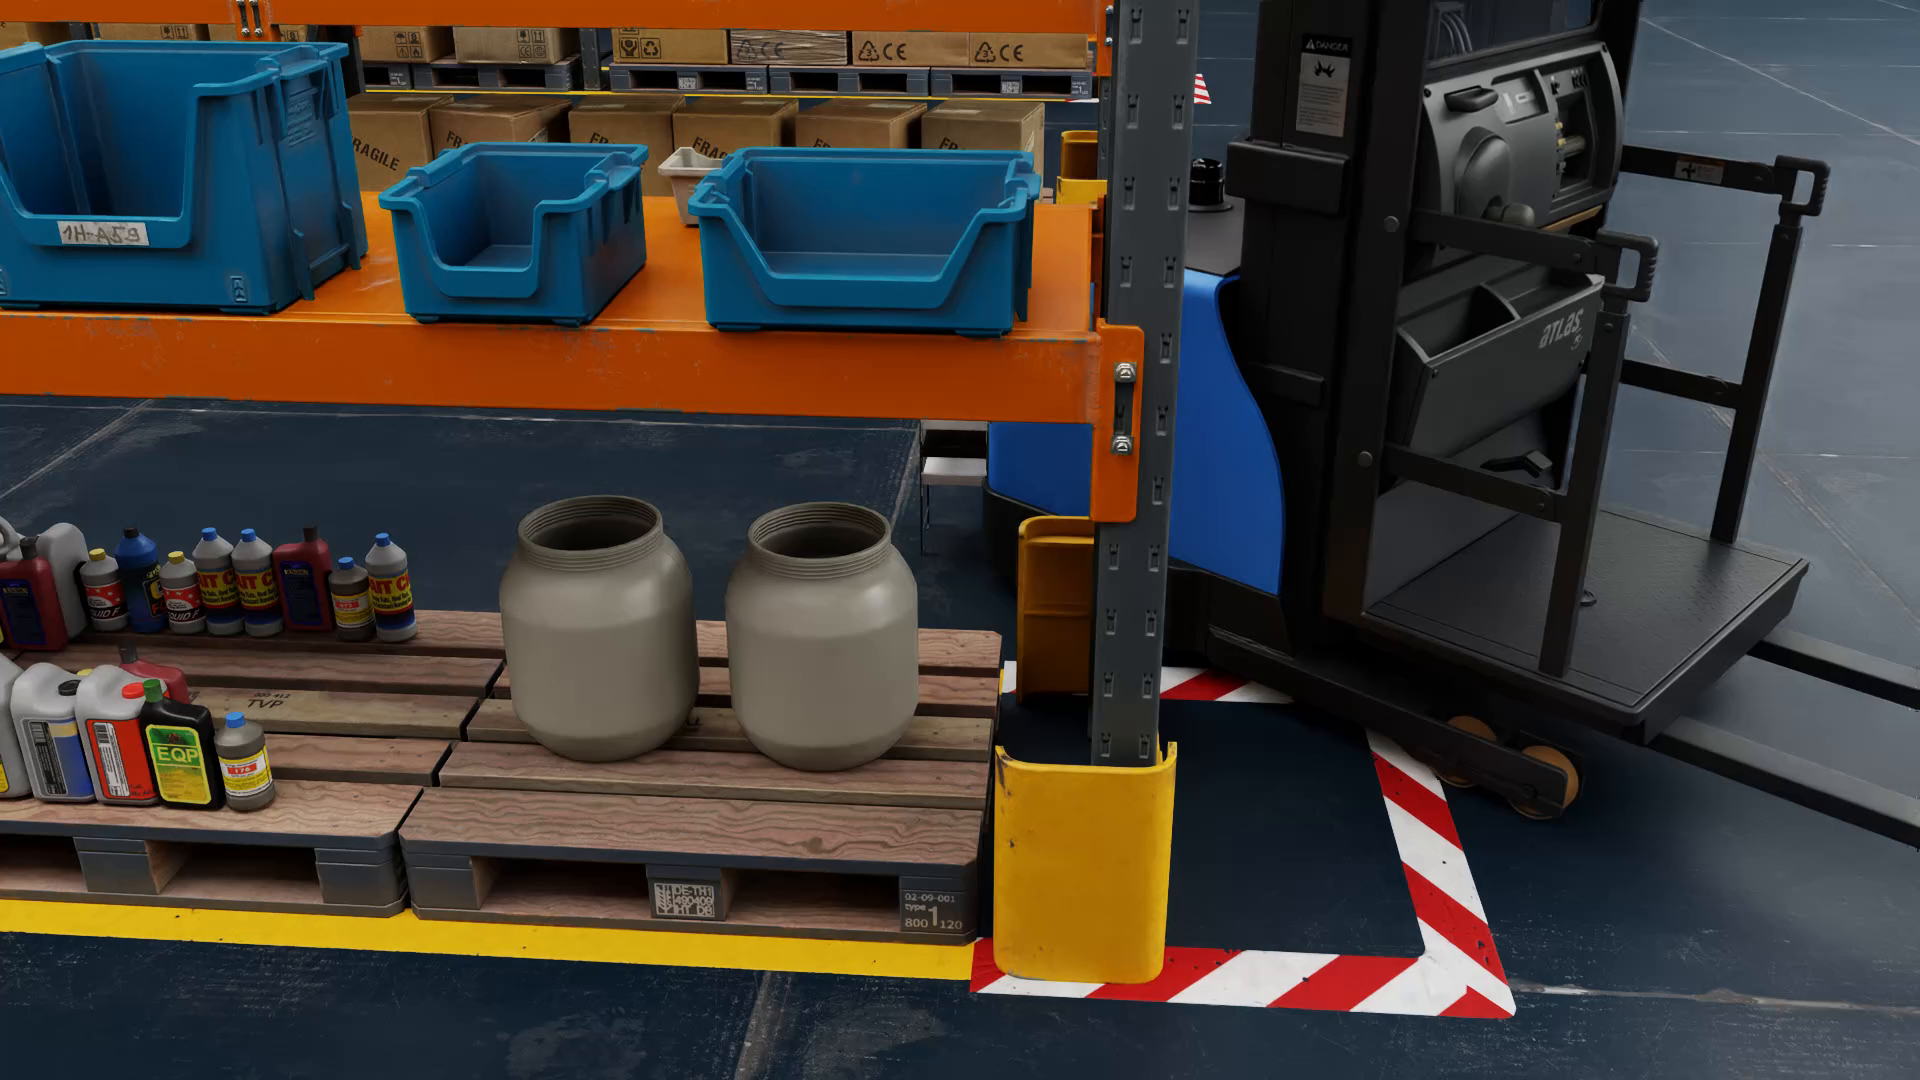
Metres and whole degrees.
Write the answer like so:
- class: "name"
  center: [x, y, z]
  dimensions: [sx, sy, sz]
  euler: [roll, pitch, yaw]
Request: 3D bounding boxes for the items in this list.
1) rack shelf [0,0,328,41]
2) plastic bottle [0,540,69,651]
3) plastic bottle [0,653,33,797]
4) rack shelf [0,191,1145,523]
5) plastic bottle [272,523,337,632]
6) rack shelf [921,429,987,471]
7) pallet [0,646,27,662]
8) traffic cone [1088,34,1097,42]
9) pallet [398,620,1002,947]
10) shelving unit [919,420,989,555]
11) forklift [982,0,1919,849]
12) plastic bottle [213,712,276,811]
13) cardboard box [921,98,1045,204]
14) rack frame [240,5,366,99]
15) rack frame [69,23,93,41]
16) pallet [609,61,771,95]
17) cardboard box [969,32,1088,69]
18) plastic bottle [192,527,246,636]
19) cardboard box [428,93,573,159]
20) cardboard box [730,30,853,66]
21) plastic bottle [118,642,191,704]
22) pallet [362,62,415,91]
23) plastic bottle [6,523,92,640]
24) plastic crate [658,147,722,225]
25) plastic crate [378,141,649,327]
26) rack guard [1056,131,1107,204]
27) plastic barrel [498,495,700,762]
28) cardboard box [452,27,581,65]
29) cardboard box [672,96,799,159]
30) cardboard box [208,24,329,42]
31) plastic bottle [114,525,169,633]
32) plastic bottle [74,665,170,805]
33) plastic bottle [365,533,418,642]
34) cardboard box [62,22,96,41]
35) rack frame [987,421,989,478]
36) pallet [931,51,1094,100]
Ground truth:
- class: "rack shelf"
  center: [-5.244, -2.669, 8.322]
  dimensions: [4.000, 0.370, 1.077]
  euler: [2, 25, 4]
- class: "plastic bottle"
  center: [-2.297, 0.135, 4.091]
  dimensions: [0.133, 0.283, 0.061]
  euler: [2, 25, 4]
- class: "plastic bottle"
  center: [-2.058, 0.361, 3.520]
  dimensions: [0.185, 0.351, 0.144]
  euler: [3, 25, 6]
- class: "rack shelf"
  center: [-1.635, -0.476, 3.557]
  dimensions: [4.000, 0.370, 1.077]
  euler: [2, 25, 4]
- class: "plastic bottle"
  center: [-1.649, 0.092, 4.184]
  dimensions: [0.133, 0.283, 0.061]
  euler: [2, 25, 5]
- class: "rack shelf"
  center: [-0.008, -0.297, 5.114]
  dimensions: [0.200, 0.077, 0.258]
  euler: [2, 25, 4]
- class: "pallet"
  center: [-2.962, 0.438, 4.045]
  dimensions: [1.213, 0.211, 1.003]
  euler: [2, 25, 4]
- class: "traffic cone"
  center: [1.224, -4.784, 15.093]
  dimensions: [0.334, 0.463, 0.336]
  euler: [2, 25, 4]
- class: "pallet"
  center: [-0.529, 0.517, 3.875]
  dimensions: [1.213, 0.211, 1.003]
  euler: [2, 25, 4]
- class: "shelving unit"
  center: [-0.008, -0.409, 5.062]
  dimensions: [0.210, 0.900, 0.258]
  euler: [2, 25, 4]
- class: "forklift"
  center: [1.482, -0.932, 3.770]
  dimensions: [3.031, 2.935, 1.130]
  euler: [22, 32, 39]
- class: "plastic bottle"
  center: [-1.505, 0.456, 3.492]
  dimensions: [0.097, 0.201, 0.097]
  euler: [0, 25, 0]
- class: "cardboard box"
  center: [0.117, -1.886, 8.248]
  dimensions: [0.500, 0.500, 0.500]
  euler: [6, 25, 14]
- class: "rack frame"
  center: [-3.250, -2.931, 8.032]
  dimensions: [0.127, 3.000, 1.000]
  euler: [2, 25, 4]
- class: "rack frame"
  center: [-6.757, -5.123, 12.796]
  dimensions: [0.127, 3.000, 1.000]
  euler: [2, 25, 4]
- class: "pallet"
  center: [-2.017, -3.672, 12.977]
  dimensions: [1.213, 0.211, 1.003]
  euler: [2, 25, 4]
- class: "cardboard box"
  center: [0.538, -4.087, 12.583]
  dimensions: [0.875, 0.875, 0.875]
  euler: [2, 25, 4]
- class: "plastic bottle"
  center: [-1.866, 0.098, 4.185]
  dimensions: [0.097, 0.271, 0.097]
  euler: [0, 25, 0]
- class: "cardboard box"
  center: [-2.282, -1.942, 8.370]
  dimensions: [0.500, 0.500, 0.500]
  euler: [10, 27, 21]
- class: "cardboard box"
  center: [-1.248, -4.144, 12.708]
  dimensions: [0.875, 0.875, 0.875]
  euler: [2, 25, 4]
- class: "plastic bottle"
  center: [-1.747, 0.355, 3.613]
  dimensions: [0.133, 0.283, 0.061]
  euler: [2, 25, 4]
- class: "pallet"
  center: [-4.764, -3.760, 13.169]
  dimensions: [1.213, 0.211, 1.003]
  euler: [2, 25, 4]
- class: "plastic bottle"
  center: [-2.289, 0.094, 4.189]
  dimensions: [0.135, 0.276, 0.152]
  euler: [2, 25, 5]
- class: "plastic crate"
  center: [-0.508, -0.782, 3.677]
  dimensions: [0.250, 0.136, 0.298]
  euler: [2, 25, 4]
- class: "plastic crate"
  center: [-0.809, -0.586, 3.113]
  dimensions: [0.408, 0.251, 0.499]
  euler: [2, 25, 4]
- class: "rack guard"
  center: [0.663, -1.670, 8.282]
  dimensions: [0.348, 0.500, 1.175]
  euler: [2, 25, 4]
- class: "plastic barrel"
  center: [-0.802, 0.195, 3.712]
  dimensions: [0.421, 0.512, 0.421]
  euler: [0, 25, 0]
- class: "cardboard box"
  center: [-3.395, -4.147, 12.862]
  dimensions: [0.750, 0.750, 1.050]
  euler: [2, 25, 4]
- class: "cardboard box"
  center: [-1.104, -1.918, 8.319]
  dimensions: [0.500, 0.500, 0.500]
  euler: [4, 25, 9]
- class: "cardboard box"
  center: [-5.285, -4.209, 12.997]
  dimensions: [0.750, 0.750, 1.050]
  euler: [2, 25, 5]
- class: "plastic bottle"
  center: [-2.068, 0.092, 4.199]
  dimensions: [0.097, 0.271, 0.097]
  euler: [0, 25, 0]
- class: "plastic bottle"
  center: [-1.754, 0.403, 3.518]
  dimensions: [0.135, 0.276, 0.152]
  euler: [2, 25, 4]
- class: "plastic bottle"
  center: [-1.424, 0.113, 4.155]
  dimensions: [0.097, 0.271, 0.097]
  euler: [0, 25, 0]
- class: "cardboard box"
  center: [-7.443, -4.308, 13.511]
  dimensions: [0.500, 0.500, 0.500]
  euler: [1, 25, 2]
- class: "rack frame"
  center: [0.093, -0.406, 5.055]
  dimensions: [0.006, 0.900, 0.240]
  euler: [2, 25, 4]
- class: "pallet"
  center: [0.416, -3.594, 12.807]
  dimensions: [1.213, 0.211, 1.003]
  euler: [2, 25, 4]
